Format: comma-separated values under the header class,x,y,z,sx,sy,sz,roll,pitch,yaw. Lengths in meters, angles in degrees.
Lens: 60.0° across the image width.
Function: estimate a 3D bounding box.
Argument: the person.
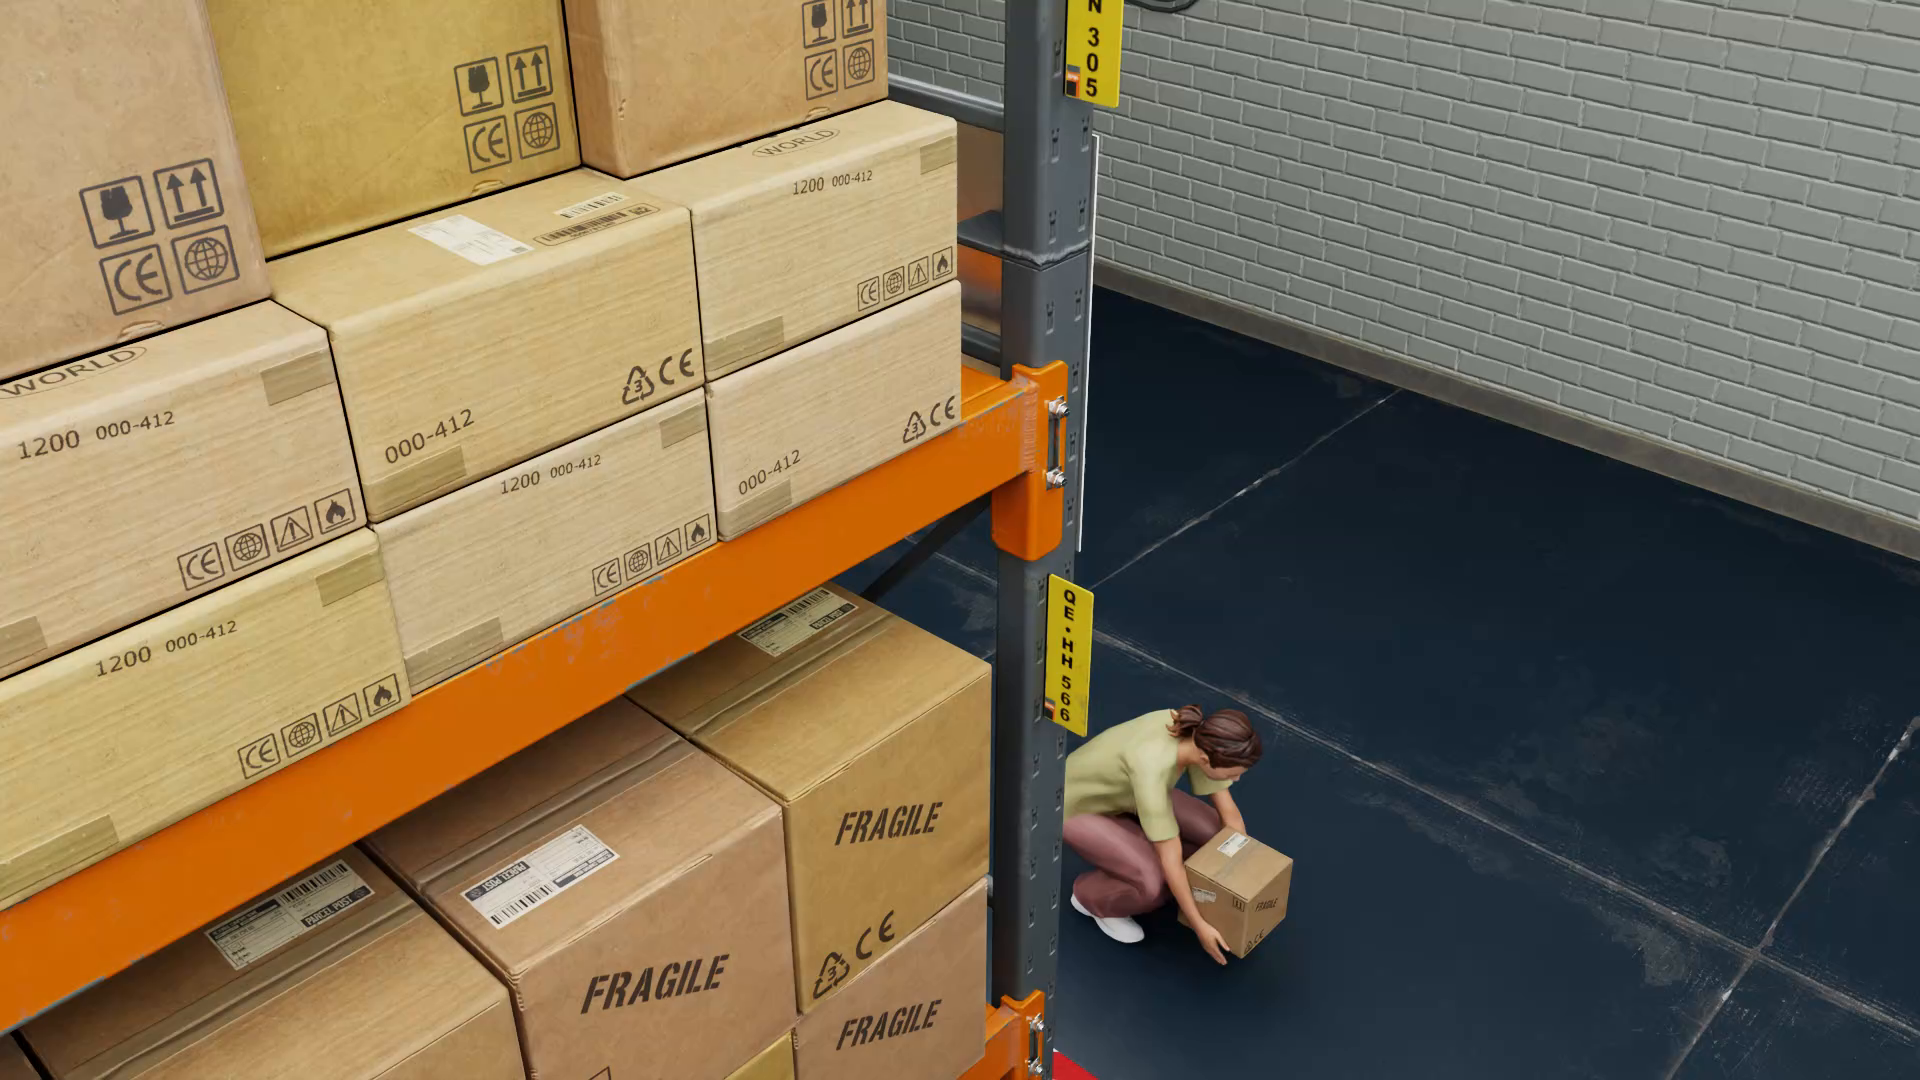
class,x,y,z,sx,sy,sz,roll,pitch,yaw
person,0.647,0.882,5.408,0.807,0.940,0.467,25,39,34
